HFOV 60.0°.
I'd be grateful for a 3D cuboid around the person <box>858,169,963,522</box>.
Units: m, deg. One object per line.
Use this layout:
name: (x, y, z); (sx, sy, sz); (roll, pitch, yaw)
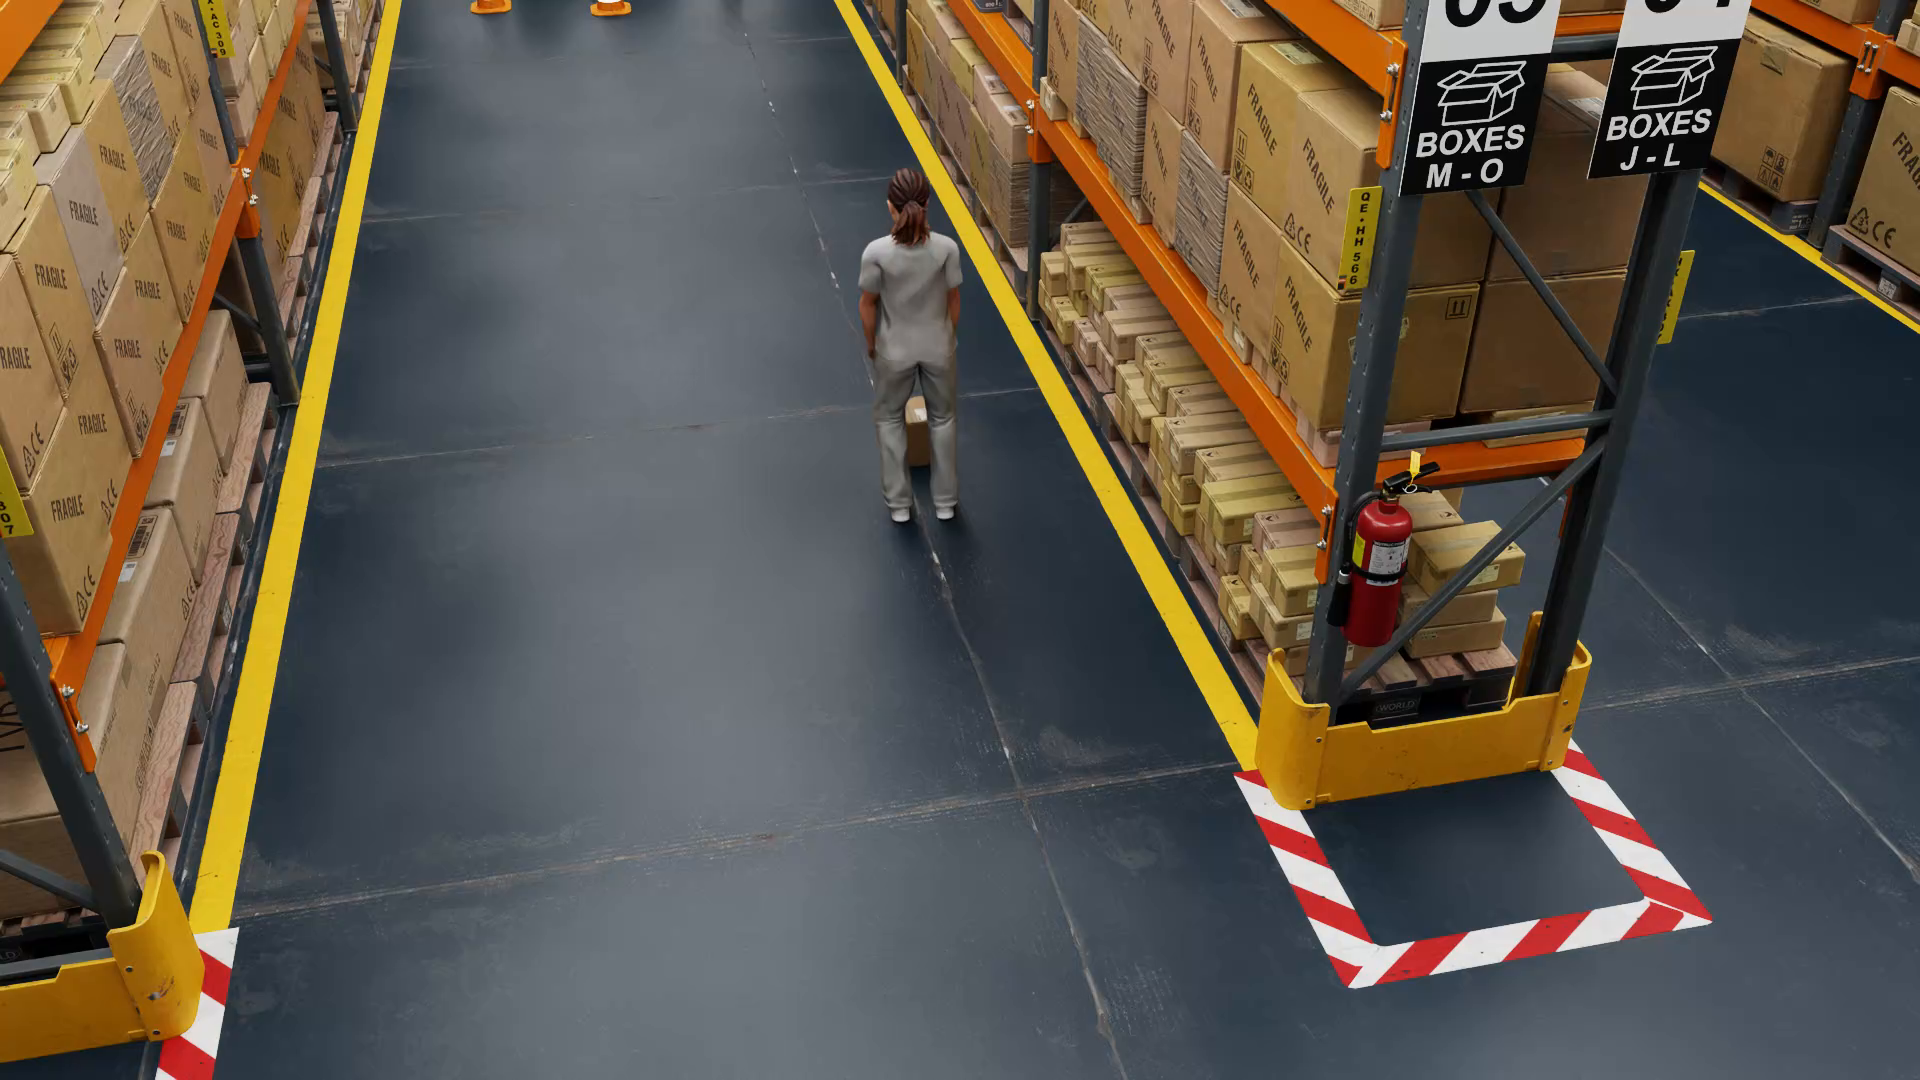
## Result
person: (-0.215, -0.836, 7.385); (0.451, 1.657, 0.350); (-3, 35, -4)
